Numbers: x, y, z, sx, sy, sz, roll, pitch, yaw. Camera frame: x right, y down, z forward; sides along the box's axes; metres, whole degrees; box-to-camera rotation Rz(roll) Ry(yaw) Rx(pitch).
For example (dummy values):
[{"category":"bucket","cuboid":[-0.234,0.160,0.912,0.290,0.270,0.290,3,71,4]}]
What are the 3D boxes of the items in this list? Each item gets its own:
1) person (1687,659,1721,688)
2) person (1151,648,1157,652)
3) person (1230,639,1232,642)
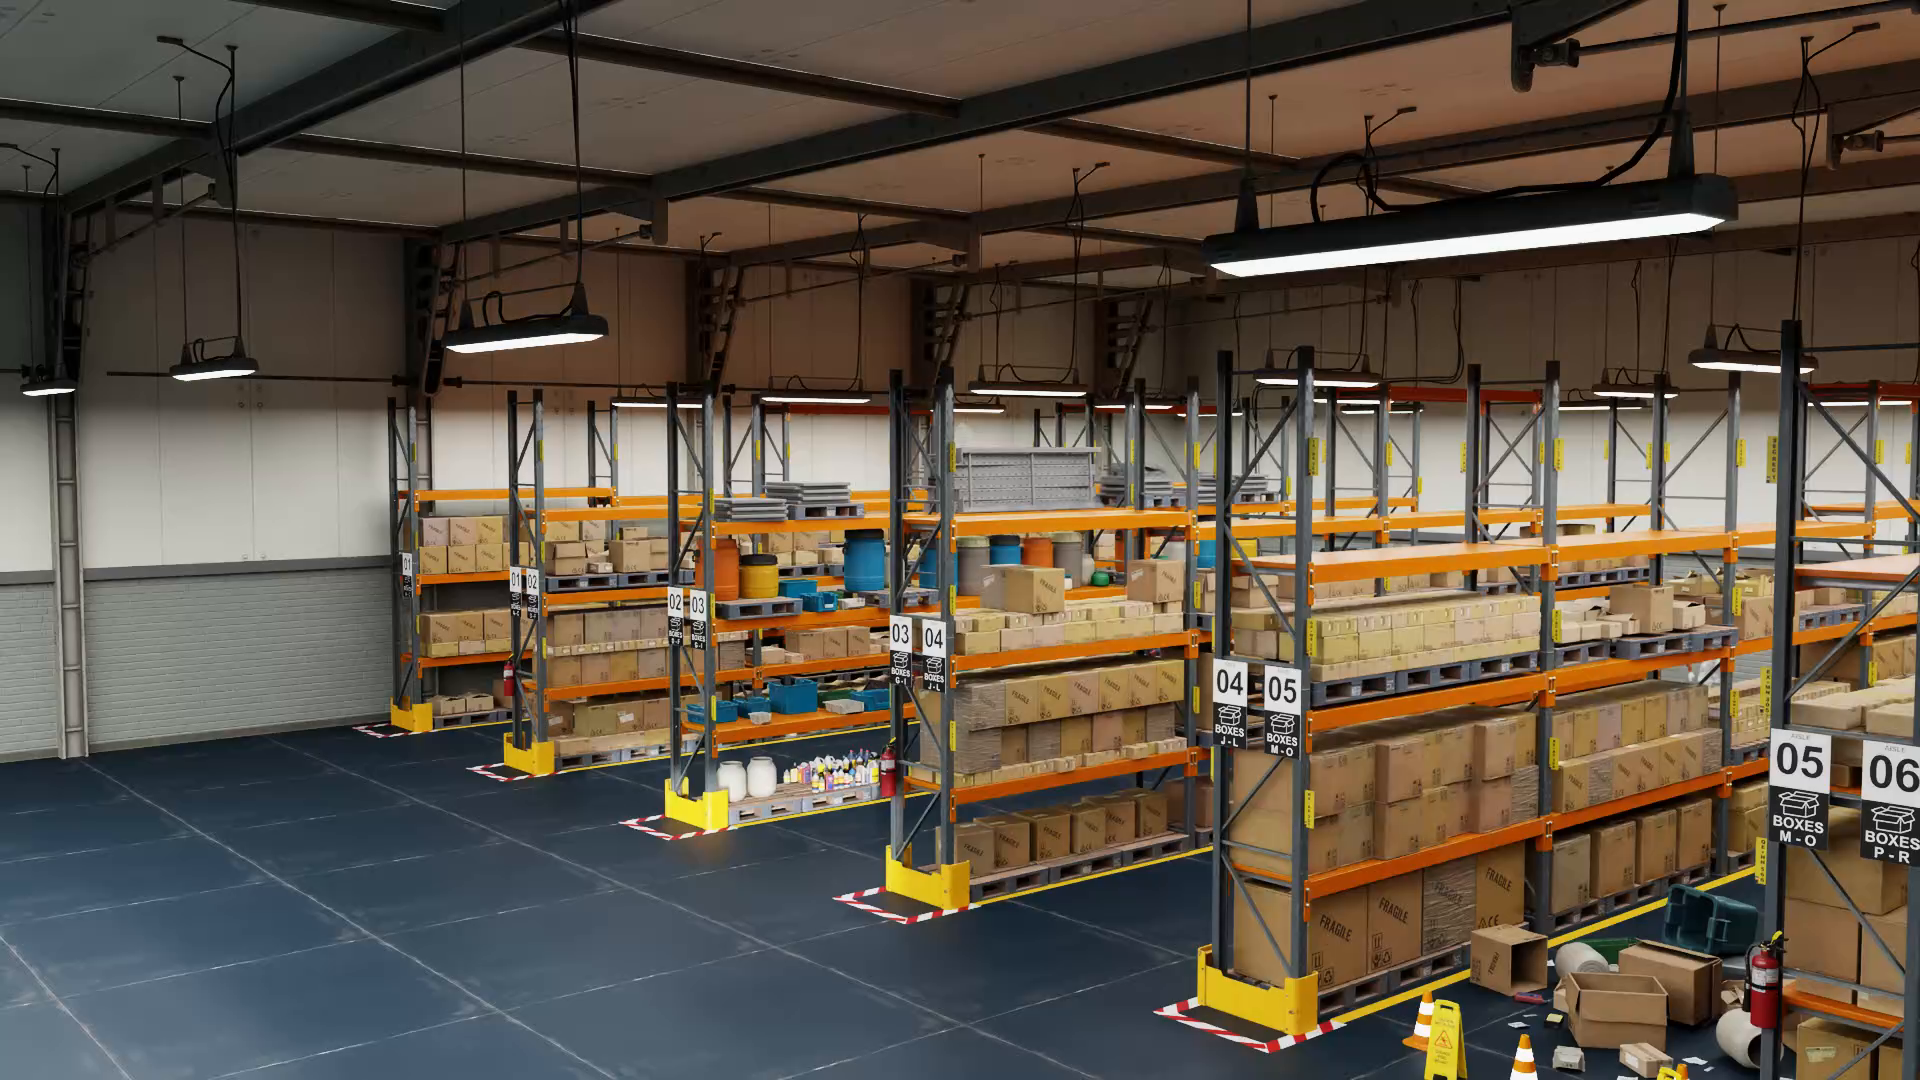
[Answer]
[{"category":"person","cuboid":[13.276,2.561,29.430,0.671,1.813,0.858,0,3,-2]},{"category":"person","cuboid":[3.708,2.534,31.139,0.563,1.655,0.609,-2,4,-28]},{"category":"person","cuboid":[5.929,2.279,34.692,0.725,1.727,0.538,2,4,28]}]
